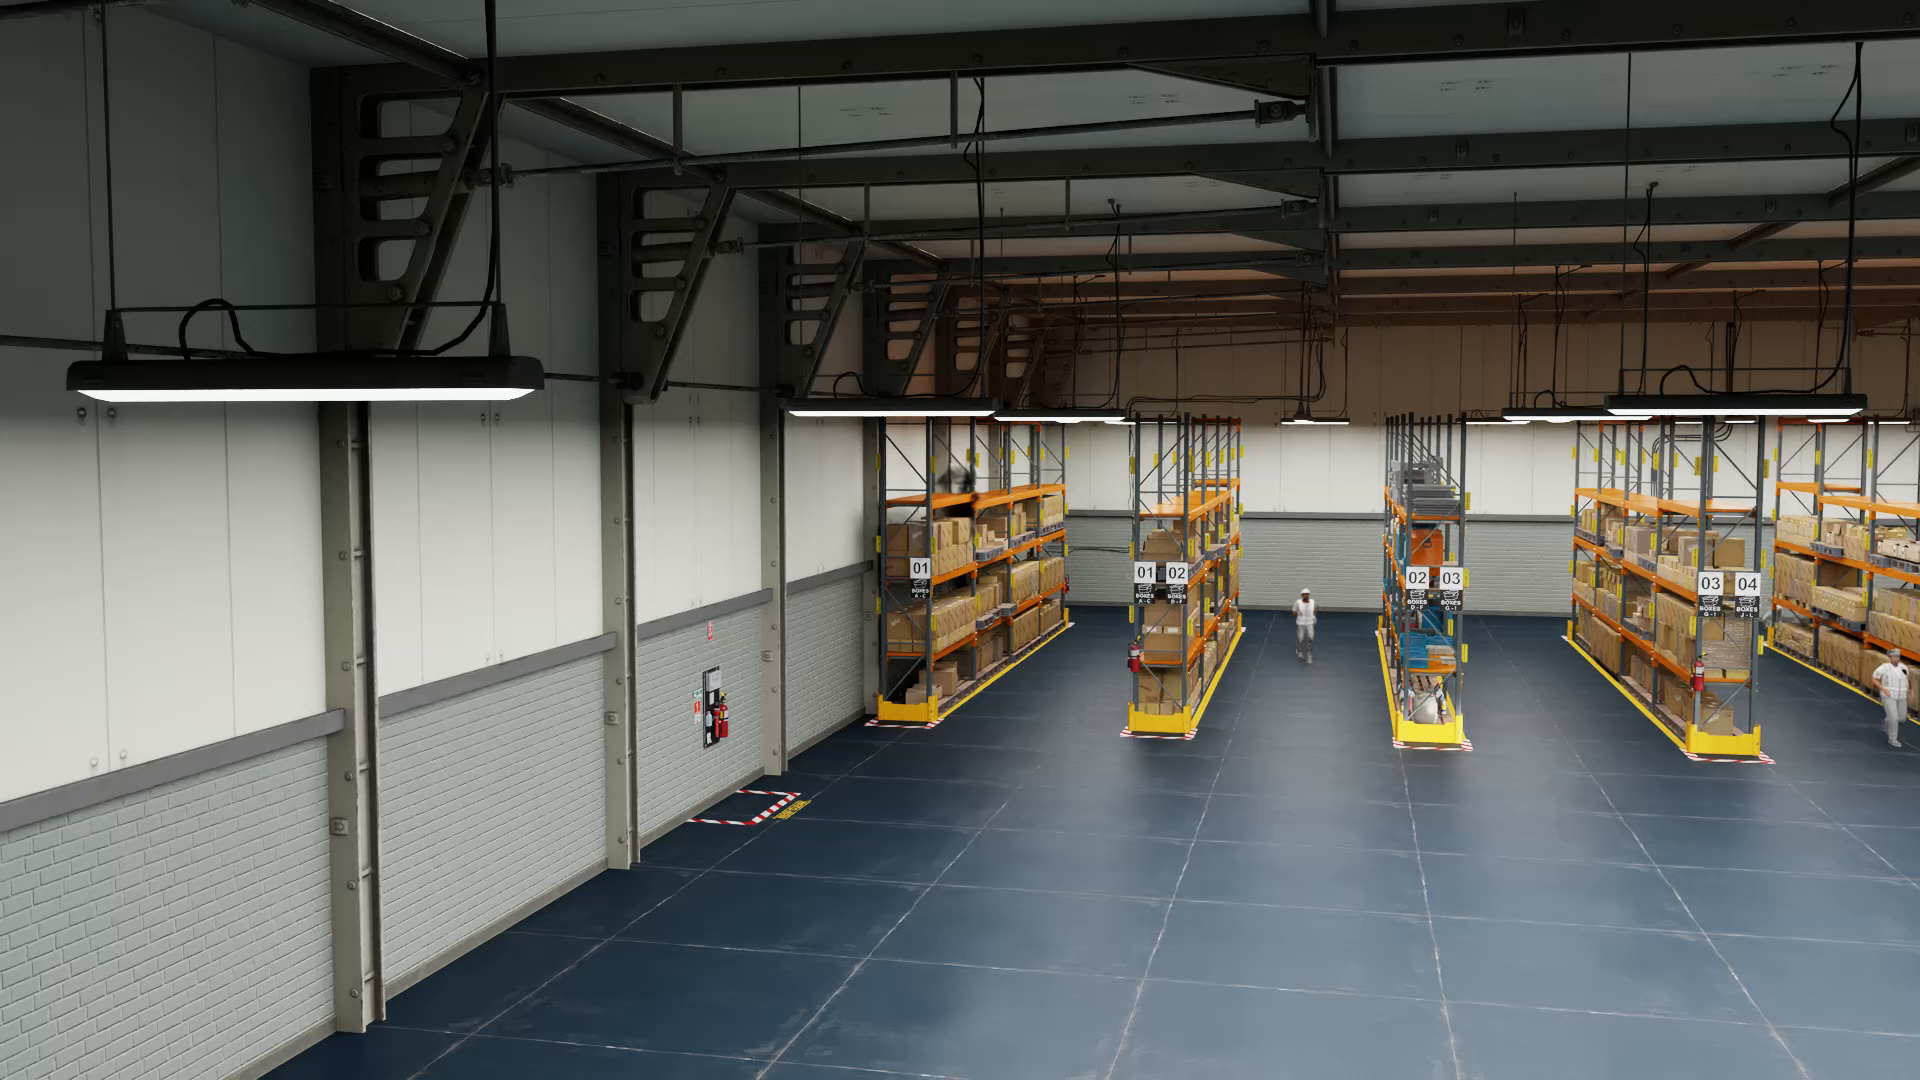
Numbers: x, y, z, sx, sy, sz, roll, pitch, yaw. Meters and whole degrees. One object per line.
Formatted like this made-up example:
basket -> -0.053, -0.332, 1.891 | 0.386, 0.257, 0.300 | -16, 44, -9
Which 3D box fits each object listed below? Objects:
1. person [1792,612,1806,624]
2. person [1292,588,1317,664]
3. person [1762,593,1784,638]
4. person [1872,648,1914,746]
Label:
person -> 22.511, 1.867, 44.473 | 0.766, 1.706, 0.706 | 1, 4, 13
person -> 8.408, 2.087, 40.563 | 0.618, 1.833, 0.853 | 0, 4, 5
person -> 22.007, 1.826, 44.853 | 0.637, 1.734, 0.794 | 2, 4, 26
person -> 16.894, 2.825, 30.151 | 0.664, 1.754, 0.675 | 0, 4, 0
